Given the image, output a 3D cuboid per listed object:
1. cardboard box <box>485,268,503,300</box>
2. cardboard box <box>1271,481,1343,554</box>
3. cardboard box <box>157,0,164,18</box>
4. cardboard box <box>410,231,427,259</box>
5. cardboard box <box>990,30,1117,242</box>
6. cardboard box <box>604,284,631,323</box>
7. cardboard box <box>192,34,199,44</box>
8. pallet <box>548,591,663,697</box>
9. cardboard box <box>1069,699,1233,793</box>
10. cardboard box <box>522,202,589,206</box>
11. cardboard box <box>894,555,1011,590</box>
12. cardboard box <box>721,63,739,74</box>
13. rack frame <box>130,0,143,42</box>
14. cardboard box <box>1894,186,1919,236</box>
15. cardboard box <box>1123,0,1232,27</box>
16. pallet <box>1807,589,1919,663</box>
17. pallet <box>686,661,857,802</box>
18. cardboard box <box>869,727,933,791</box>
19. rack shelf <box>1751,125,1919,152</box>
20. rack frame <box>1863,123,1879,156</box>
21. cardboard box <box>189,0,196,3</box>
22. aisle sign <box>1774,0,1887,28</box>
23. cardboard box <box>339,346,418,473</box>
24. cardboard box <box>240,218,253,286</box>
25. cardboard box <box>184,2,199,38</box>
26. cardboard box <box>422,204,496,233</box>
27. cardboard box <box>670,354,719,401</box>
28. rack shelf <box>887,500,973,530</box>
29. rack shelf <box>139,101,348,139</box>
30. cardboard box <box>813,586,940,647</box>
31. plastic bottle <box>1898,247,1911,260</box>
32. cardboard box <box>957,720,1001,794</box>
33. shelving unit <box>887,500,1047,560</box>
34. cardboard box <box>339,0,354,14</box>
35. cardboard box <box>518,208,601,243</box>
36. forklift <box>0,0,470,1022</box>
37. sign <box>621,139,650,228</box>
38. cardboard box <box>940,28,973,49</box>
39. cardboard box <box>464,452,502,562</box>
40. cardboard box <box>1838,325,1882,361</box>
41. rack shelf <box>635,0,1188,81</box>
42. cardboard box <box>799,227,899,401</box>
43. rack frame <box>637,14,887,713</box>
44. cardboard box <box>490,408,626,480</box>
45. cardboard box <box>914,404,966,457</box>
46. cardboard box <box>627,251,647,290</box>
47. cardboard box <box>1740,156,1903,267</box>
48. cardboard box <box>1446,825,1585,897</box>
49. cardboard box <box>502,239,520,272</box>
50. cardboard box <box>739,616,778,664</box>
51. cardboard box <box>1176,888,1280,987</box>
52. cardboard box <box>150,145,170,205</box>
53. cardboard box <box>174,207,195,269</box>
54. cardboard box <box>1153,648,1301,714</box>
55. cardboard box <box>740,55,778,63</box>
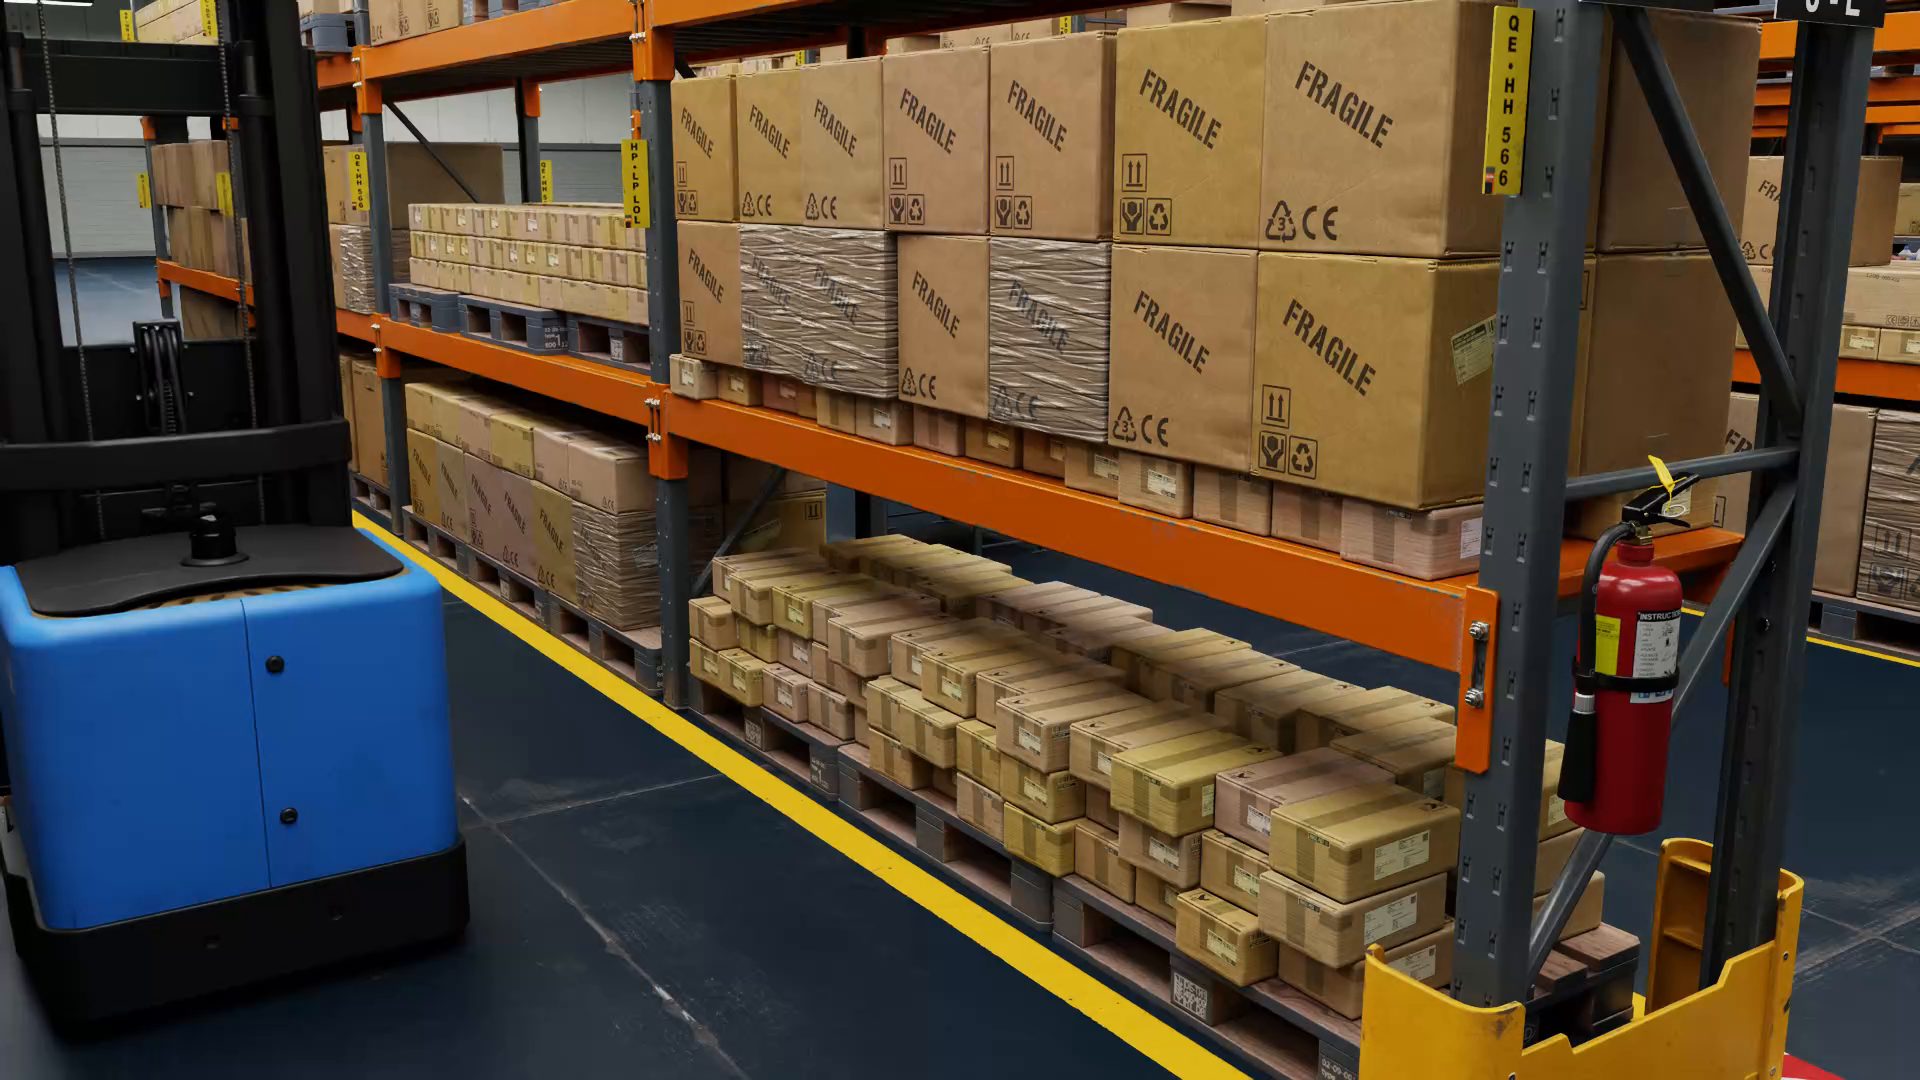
[{"bbox_3d":[-2.159,-1.295,8.366,0.380,0.149,0.250,-8,15,-32],"label":"cardboard box"},{"bbox_3d":[0.934,-0.079,3.790,0.380,0.149,0.250,-8,15,-33],"label":"cardboard box"},{"bbox_3d":[-6.785,-4.637,14.528,0.380,0.149,0.250,-8,15,-33],"label":"cardboard box"},{"bbox_3d":[-2.875,-1.669,9.383,0.380,0.149,0.250,-7,14,-30],"label":"cardboard box"},{"bbox_3d":[0.420,-1.045,4.347,0.500,0.500,0.500,-7,14,-30],"label":"cardboard box"},{"bbox_3d":[-1.289,-1.016,7.090,0.380,0.149,0.250,-8,15,-32],"label":"cardboard box"},{"bbox_3d":[-5.944,-3.977,13.376,0.380,0.149,0.250,-8,15,-32],"label":"cardboard box"},{"bbox_3d":[-1.192,0.384,7.612,1.003,0.211,1.213,-8,15,-33],"label":"pallet"},{"bbox_3d":[0.521,0.568,4.540,0.380,0.149,0.250,-9,15,-35],"label":"cardboard box"},{"bbox_3d":[-2.322,-1.892,9.702,0.380,0.149,0.250,-9,15,-35],"label":"cardboard box"},{"bbox_3d":[-0.027,0.174,6.344,0.380,0.149,0.250,-8,15,-33],"label":"cardboard box"},{"bbox_3d":[-2.162,-4.676,16.620,0.380,0.149,0.250,-7,14,-30],"label":"cardboard box"},{"bbox_3d":[-7.408,-5.905,15.800,1.000,3.000,0.127,-8,15,-33],"label":"rack frame"},{"bbox_3d":[9.901,-3.448,17.389,0.500,0.500,0.700,9,15,36],"label":"cardboard box"},{"bbox_3d":[1.607,-3.741,11.704,0.797,0.503,0.637,-7,14,-29],"label":"cardboard box"},{"bbox_3d":[4.462,0.315,7.928,1.003,0.211,1.213,-8,15,-33],"label":"pallet"},{"bbox_3d":[-0.358,0.638,6.452,1.003,0.211,1.213,-8,15,-33],"label":"pallet"},{"bbox_3d":[-0.072,0.676,5.438,0.380,0.149,0.250,-9,15,-34],"label":"cardboard box"},{"bbox_3d":[12.472,-5.349,21.963,1.077,0.370,4.000,-8,15,-33],"label":"rack shelf"},{"bbox_3d":[9.458,-3.292,17.896,1.000,3.000,0.127,-8,15,-33],"label":"rack frame"},{"bbox_3d":[-5.938,-4.366,13.288,0.380,0.149,0.250,-8,15,-33],"label":"cardboard box"},{"bbox_3d":[1.747,-1.421,3.254,0.394,0.787,0.004,-8,15,-33],"label":"aisle sign"},{"bbox_3d":[-3.725,-0.932,11.383,1.050,0.750,0.750,-8,15,-32],"label":"cardboard box"},{"bbox_3d":[-5.124,-2.186,12.604,0.500,0.500,0.500,-8,15,-32],"label":"cardboard box"},{"bbox_3d":[-5.958,-4.201,13.469,0.500,0.250,0.500,-8,15,-33],"label":"cardboard box"},{"bbox_3d":[-2.730,-1.772,9.155,0.380,0.149,0.250,-9,15,-34],"label":"cardboard box"},{"bbox_3d":[-0.875,-0.628,6.301,0.380,0.149,0.250,-7,14,-31],"label":"cardboard box"},{"bbox_3d":[0.004,-0.309,9.788,0.538,0.278,1.000,-8,15,-33],"label":"rack shelf"},{"bbox_3d":[-6.300,-3.732,14.571,1.077,0.370,4.000,-8,15,-33],"label":"rack shelf"},{"bbox_3d":[-0.293,0.282,5.850,0.380,0.149,0.250,-9,15,-34],"label":"cardboard box"},{"bbox_3d":[7.365,-2.149,12.968,0.097,0.271,0.097,0,12,0],"label":"plastic bottle"},{"bbox_3d":[0.213,0.623,4.985,0.380,0.149,0.250,-7,14,-30],"label":"cardboard box"},{"bbox_3d":[0.004,-0.548,9.736,0.538,1.125,1.048,-8,15,-33],"label":"shelving unit"},{"bbox_3d":[-3.491,-3.237,9.951,0.380,0.166,0.250,-8,15,-33],"label":"cardboard box"},{"bbox_3d":[-1.866,-1.493,7.881,0.380,0.149,0.250,-9,15,-35],"label":"cardboard box"},{"bbox_3d":[-2.596,-0.497,5.273,1.130,2.935,3.031,-8,15,-32],"label":"forklift"},{"bbox_3d":[-1.219,-1.339,6.254,0.100,0.325,0.005,-8,15,-33],"label":"sign"},{"bbox_3d":[0.182,-4.114,13.227,0.500,0.500,0.500,-8,15,-32],"label":"cardboard box"},{"bbox_3d":[-2.226,-0.200,8.621,0.500,0.500,0.500,-9,15,-34],"label":"cardboard box"},{"bbox_3d":[4.178,-0.917,7.623,0.380,0.149,0.250,-9,15,-34],"label":"cardboard box"},{"bbox_3d":[0.349,-1.598,4.811,1.077,0.370,4.000,-8,15,-33],"label":"rack shelf"},{"bbox_3d":[-0.166,-0.735,5.272,0.500,0.500,0.500,-8,15,-34],"label":"cardboard box"},{"bbox_3d":[-0.759,-0.840,6.681,1.000,3.000,0.127,-8,15,-33],"label":"rack frame"},{"bbox_3d":[-1.961,-0.478,8.140,0.500,0.250,0.500,-9,15,-35],"label":"cardboard box"},{"bbox_3d":[0.082,-0.357,5.063,0.380,0.149,0.250,-7,14,-31],"label":"cardboard box"},{"bbox_3d":[-1.144,-1.115,6.848,0.380,0.149,0.250,-8,14,-31],"label":"cardboard box"},{"bbox_3d":[4.037,-1.552,7.835,0.500,0.500,0.500,-9,15,-35],"label":"cardboard box"},{"bbox_3d":[1.380,0.790,4.221,0.380,0.149,0.250,-7,14,-30],"label":"cardboard box"},{"bbox_3d":[-2.007,-1.393,8.119,0.380,0.149,0.250,-7,14,-31],"label":"cardboard box"},{"bbox_3d":[-0.610,0.339,6.284,0.380,0.149,0.250,-8,15,-32],"label":"cardboard box"},{"bbox_3d":[0.765,0.956,4.158,0.380,0.149,0.250,-8,14,-31],"label":"cardboard box"},{"bbox_3d":[-7.235,-3.504,15.987,0.875,0.550,0.550,-8,15,-33],"label":"cardboard box"},{"bbox_3d":[-6.636,-2.777,15.189,0.875,0.550,0.550,-8,15,-33],"label":"cardboard box"},{"bbox_3d":[0.811,0.455,5.055,0.380,0.149,0.250,-7,14,-31],"label":"cardboard box"},{"bbox_3d":[-2.153,-5.201,17.503,0.500,0.500,0.500,-8,15,-33],"label":"cardboard box"}]
